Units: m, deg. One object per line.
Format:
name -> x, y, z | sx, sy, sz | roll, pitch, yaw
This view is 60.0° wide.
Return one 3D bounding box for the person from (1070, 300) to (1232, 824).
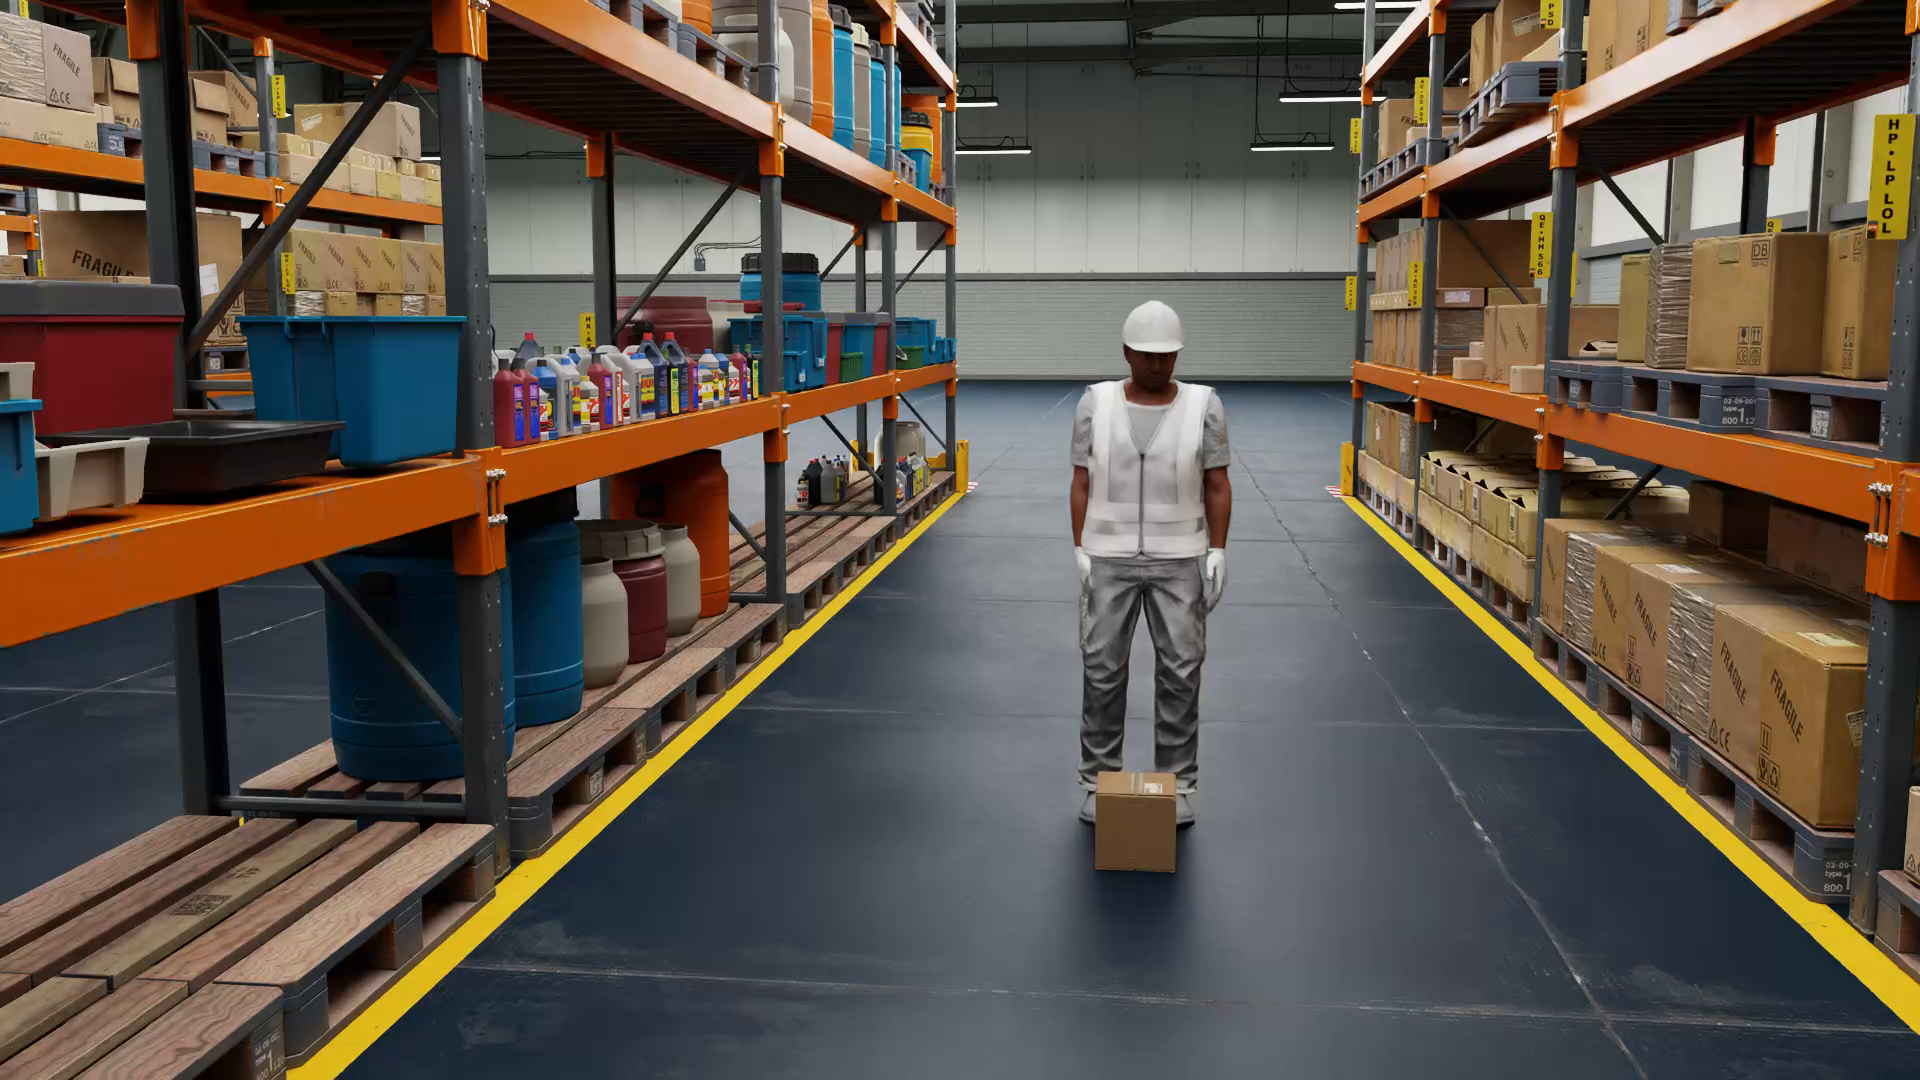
person -> 0.645, 0.078, 5.674 | 0.551, 1.775, 0.367 | 1, 8, 7
